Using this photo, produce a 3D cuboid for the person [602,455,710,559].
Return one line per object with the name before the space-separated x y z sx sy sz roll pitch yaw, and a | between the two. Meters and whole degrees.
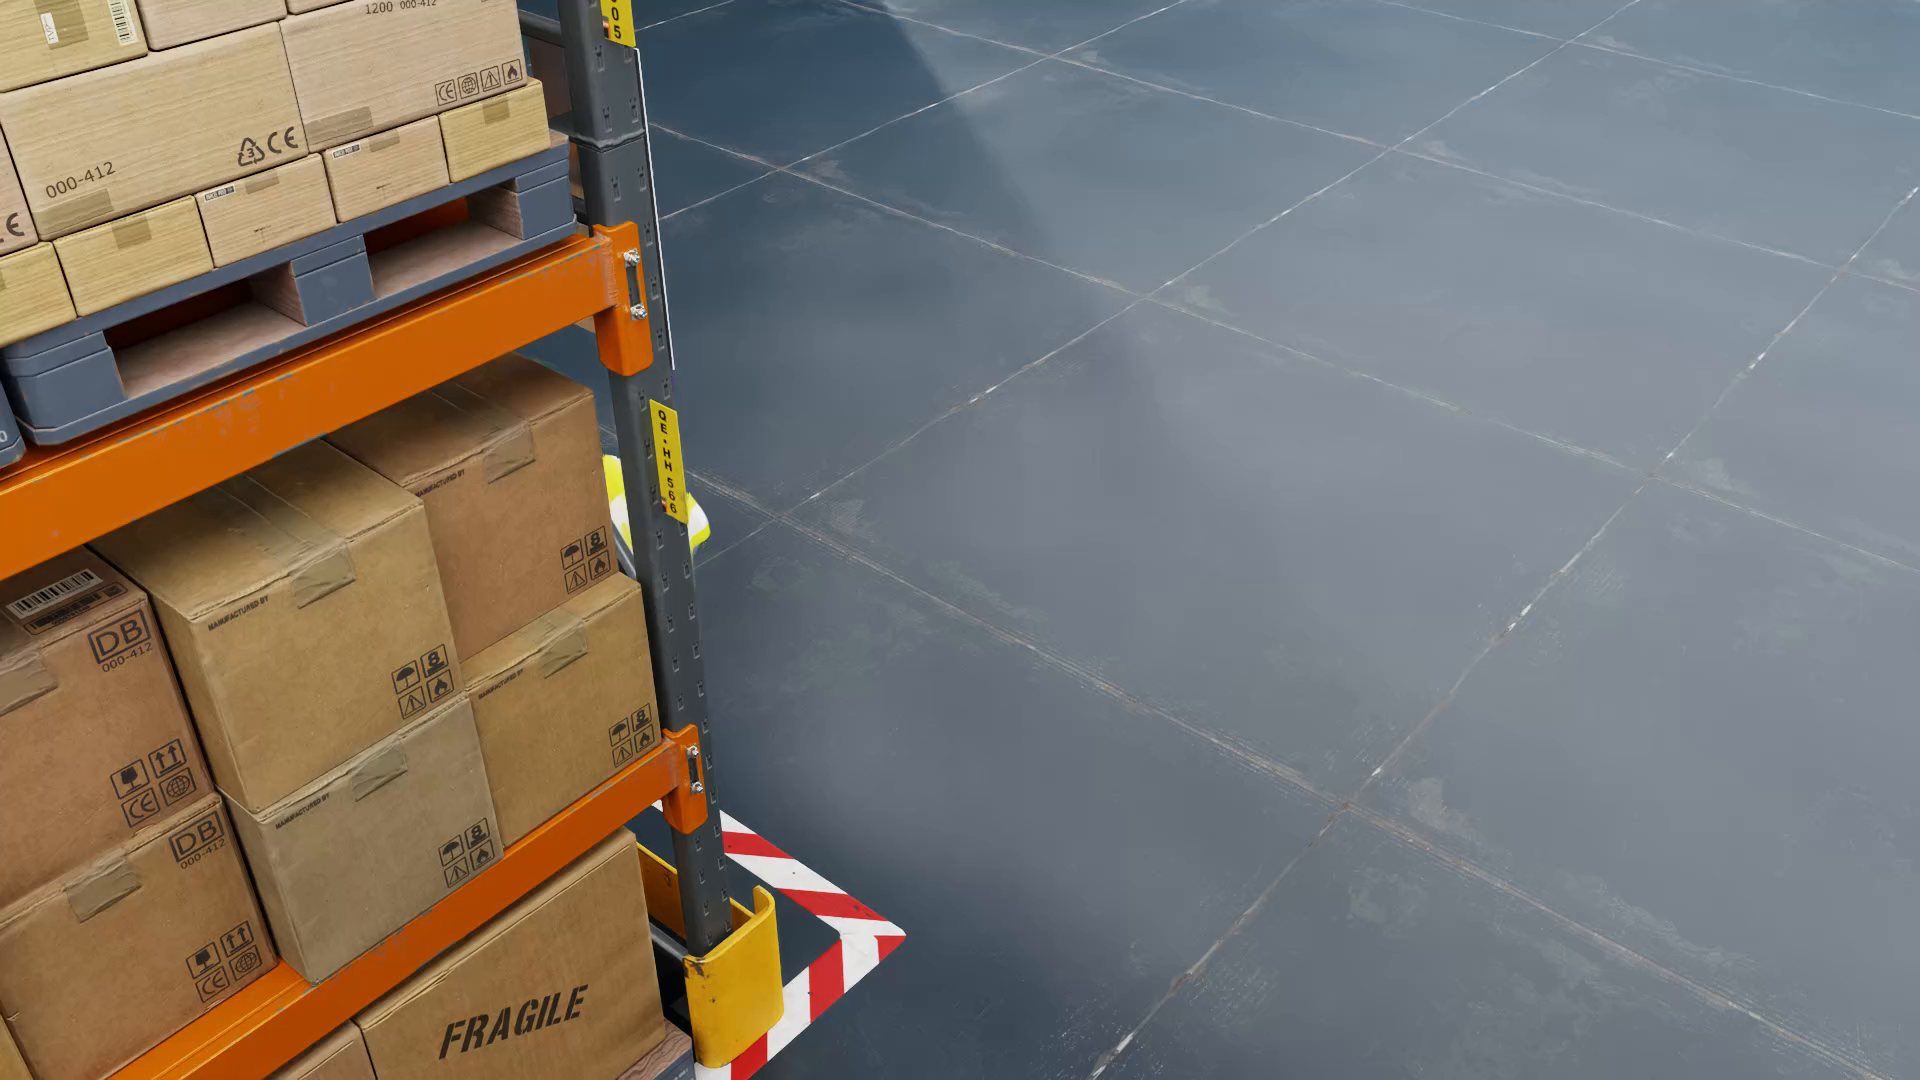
person | -1.476 0.057 6.876 0.980 0.850 0.511 24 41 30
